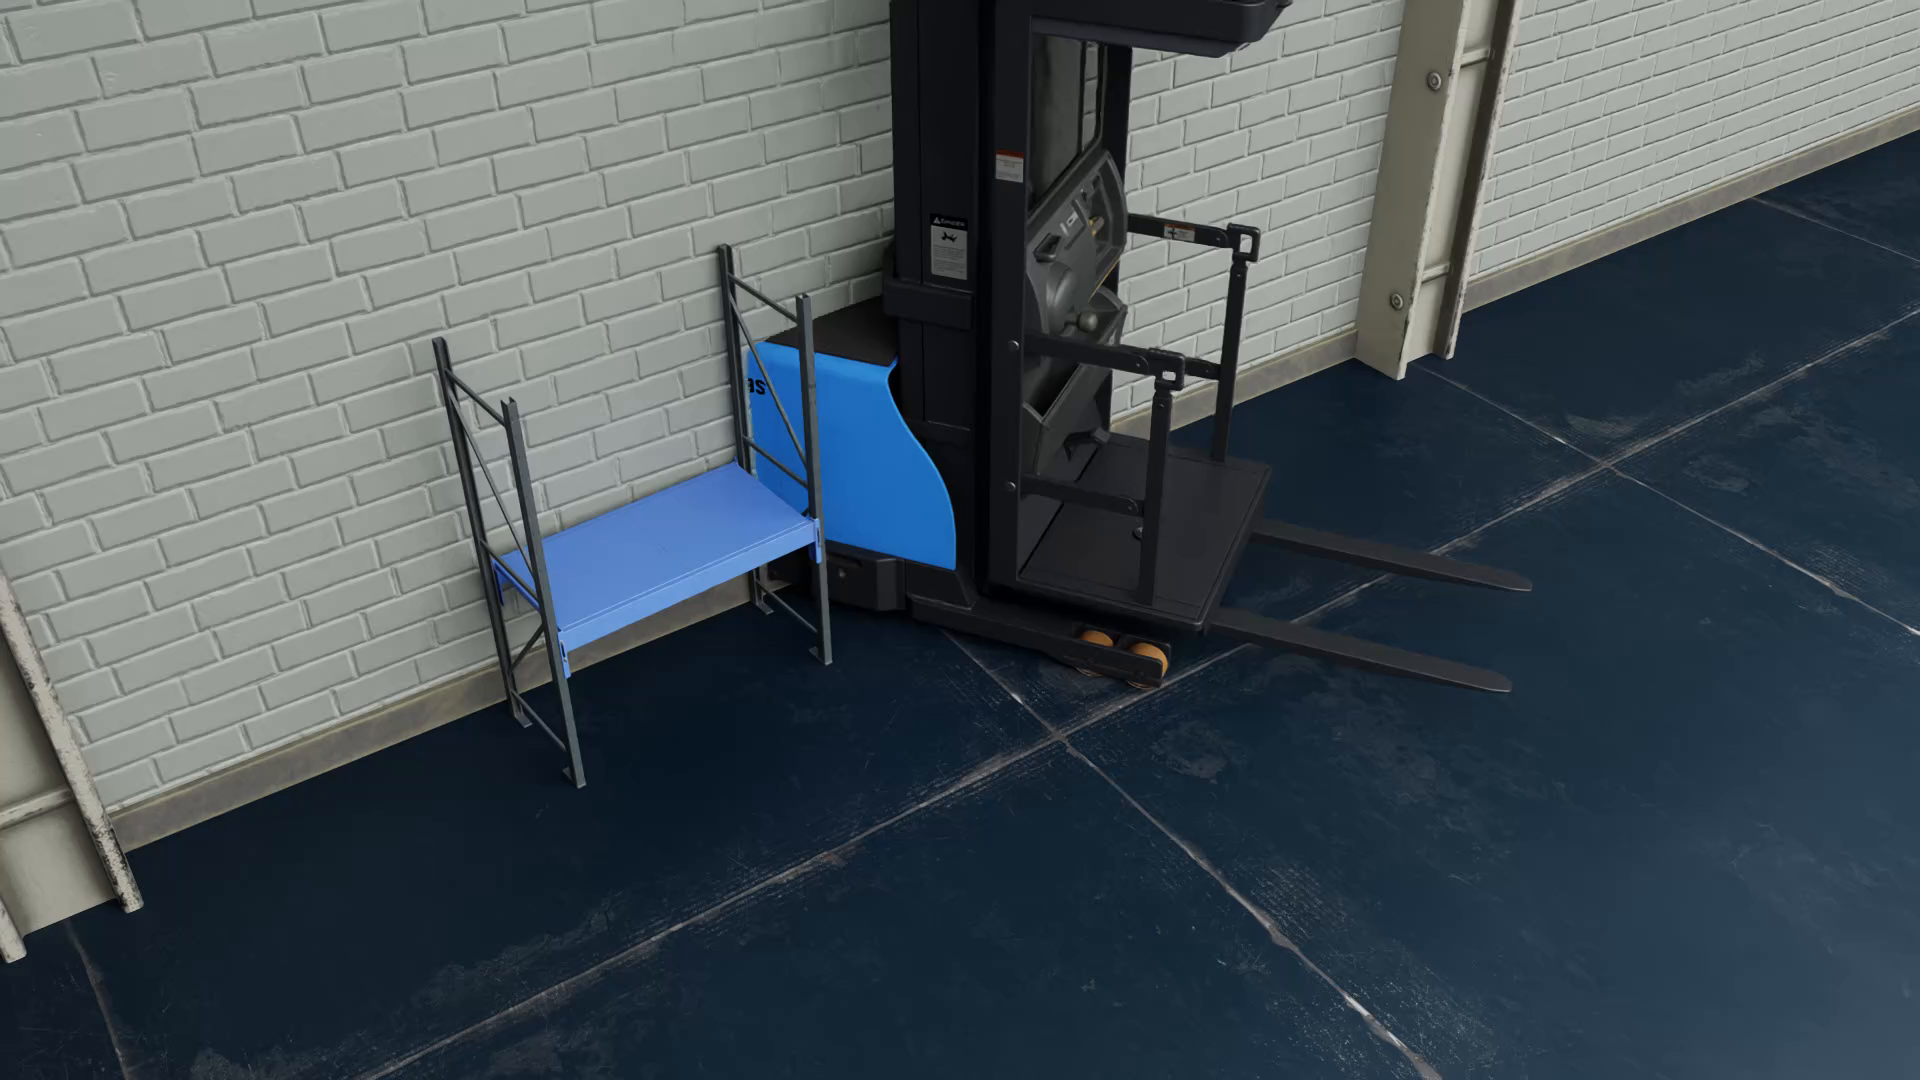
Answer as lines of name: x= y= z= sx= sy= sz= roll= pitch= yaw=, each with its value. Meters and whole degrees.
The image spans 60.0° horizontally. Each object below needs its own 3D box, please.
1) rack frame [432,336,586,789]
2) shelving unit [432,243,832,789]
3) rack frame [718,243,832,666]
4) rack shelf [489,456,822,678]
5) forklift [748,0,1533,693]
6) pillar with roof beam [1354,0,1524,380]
rack frame: x=-1.429 y=0.110 z=5.313 sx=0.032 sy=1.500 sz=0.500 roll=-25 pitch=43 yaw=-31
shelving unit: x=-1.034 y=-0.078 z=5.573 sx=1.048 sy=1.500 sz=0.538 roll=-25 pitch=43 yaw=-31
rack frame: x=-0.639 y=-0.265 z=5.834 sx=0.032 sy=1.500 sz=0.500 roll=-25 pitch=43 yaw=-31
rack shelf: x=-1.034 y=0.068 z=5.678 sx=1.000 sy=0.185 sz=0.538 roll=-25 pitch=43 yaw=-31
forklift: x=0.591 y=-1.004 z=5.636 sx=3.031 sy=2.935 sz=1.130 roll=13 pitch=38 yaw=18
pillar with roof beam: x=4.600 y=-2.486 z=2.499 sx=0.400 sy=9.000 sz=9.100 roll=-22 pitch=41 yaw=-28
